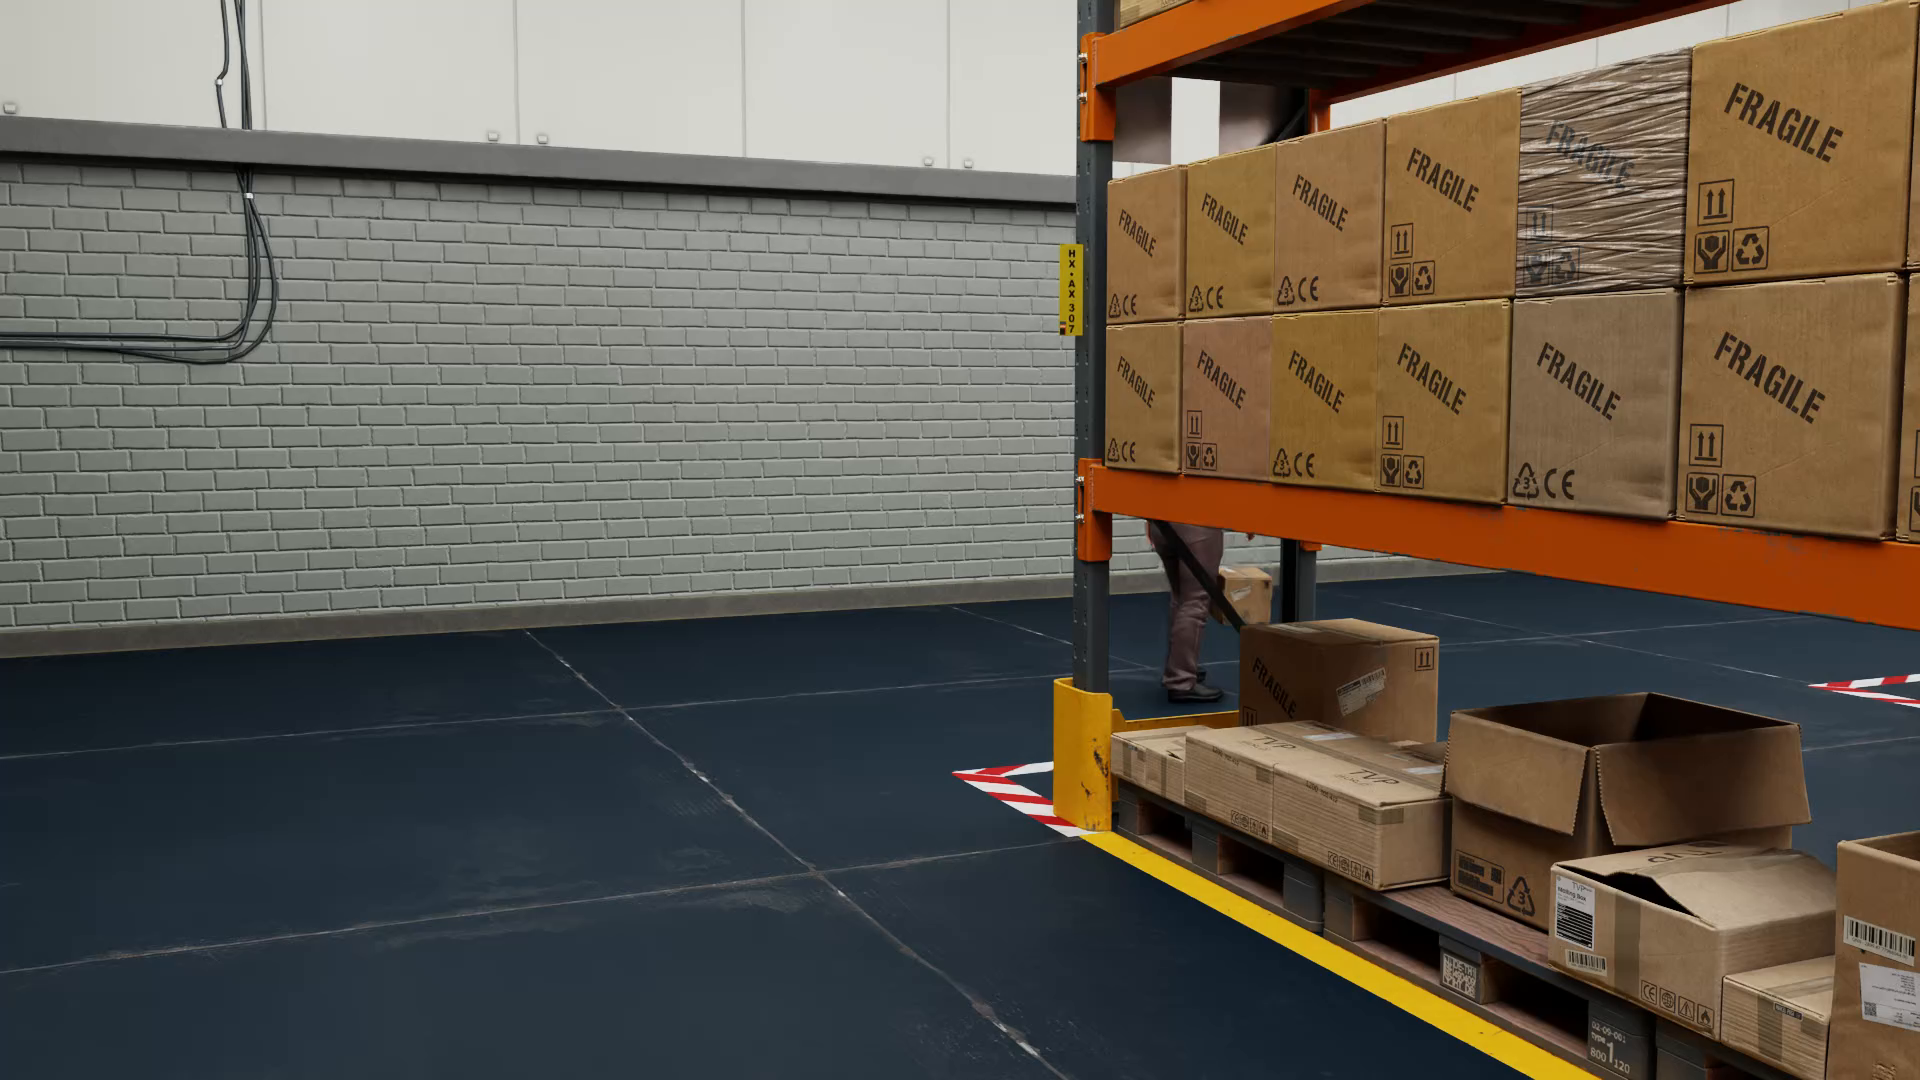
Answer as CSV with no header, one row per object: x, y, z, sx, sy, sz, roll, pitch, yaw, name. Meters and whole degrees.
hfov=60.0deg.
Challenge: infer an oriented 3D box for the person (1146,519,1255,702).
1.204,-0.054,8.544,0.598,1.705,0.625,-4,7,-39,person
